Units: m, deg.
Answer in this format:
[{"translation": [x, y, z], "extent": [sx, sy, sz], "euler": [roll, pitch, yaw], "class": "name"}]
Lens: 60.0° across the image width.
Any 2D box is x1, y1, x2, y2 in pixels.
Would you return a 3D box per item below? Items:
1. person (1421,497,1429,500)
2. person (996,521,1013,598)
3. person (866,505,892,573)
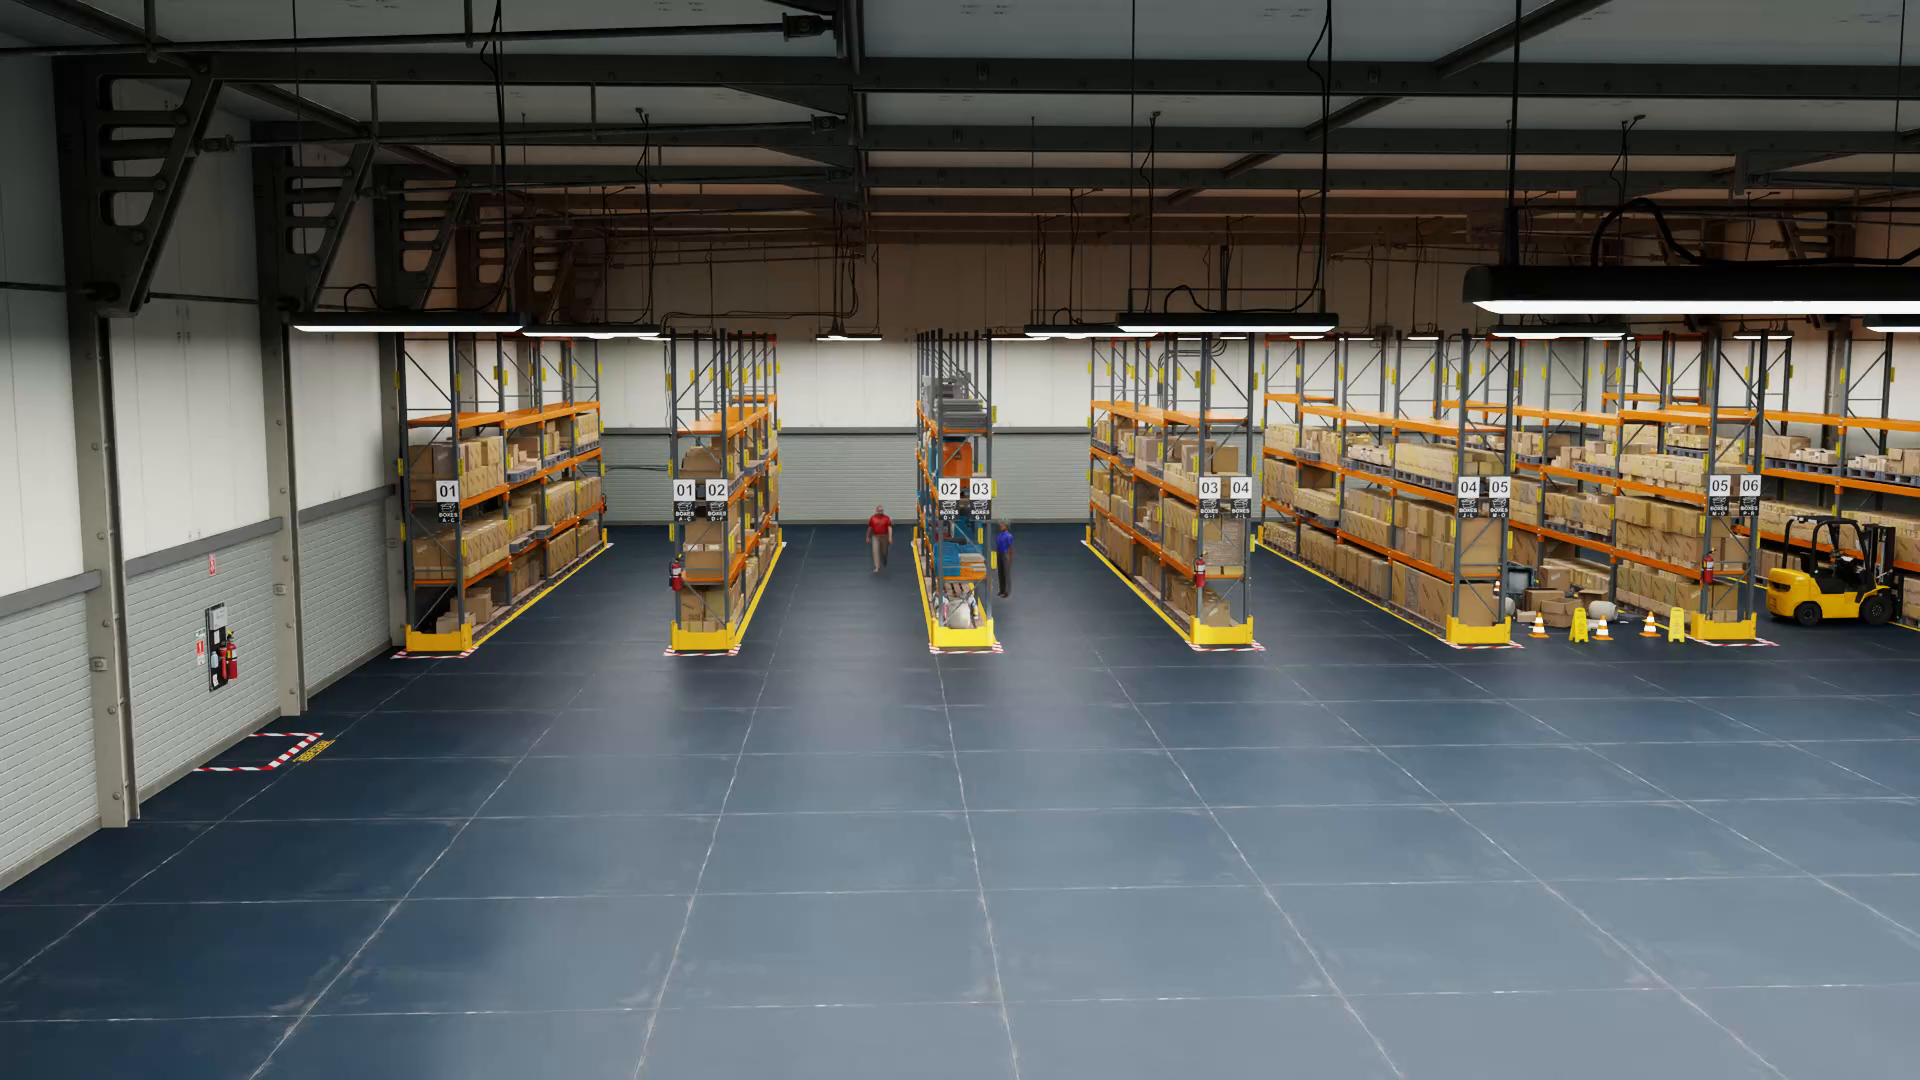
[{"translation": [12.048, -0.246, 43.208], "extent": [0.523, 1.780, 0.593], "euler": [2, 7, 14], "class": "person"}, {"translation": [0.942, 0.421, 36.712], "extent": [0.369, 1.679, 0.499], "euler": [-5, 8, -34], "class": "person"}, {"translation": [-2.037, -0.034, 41.770], "extent": [0.671, 1.673, 1.069], "euler": [0, 7, -2], "class": "person"}]
